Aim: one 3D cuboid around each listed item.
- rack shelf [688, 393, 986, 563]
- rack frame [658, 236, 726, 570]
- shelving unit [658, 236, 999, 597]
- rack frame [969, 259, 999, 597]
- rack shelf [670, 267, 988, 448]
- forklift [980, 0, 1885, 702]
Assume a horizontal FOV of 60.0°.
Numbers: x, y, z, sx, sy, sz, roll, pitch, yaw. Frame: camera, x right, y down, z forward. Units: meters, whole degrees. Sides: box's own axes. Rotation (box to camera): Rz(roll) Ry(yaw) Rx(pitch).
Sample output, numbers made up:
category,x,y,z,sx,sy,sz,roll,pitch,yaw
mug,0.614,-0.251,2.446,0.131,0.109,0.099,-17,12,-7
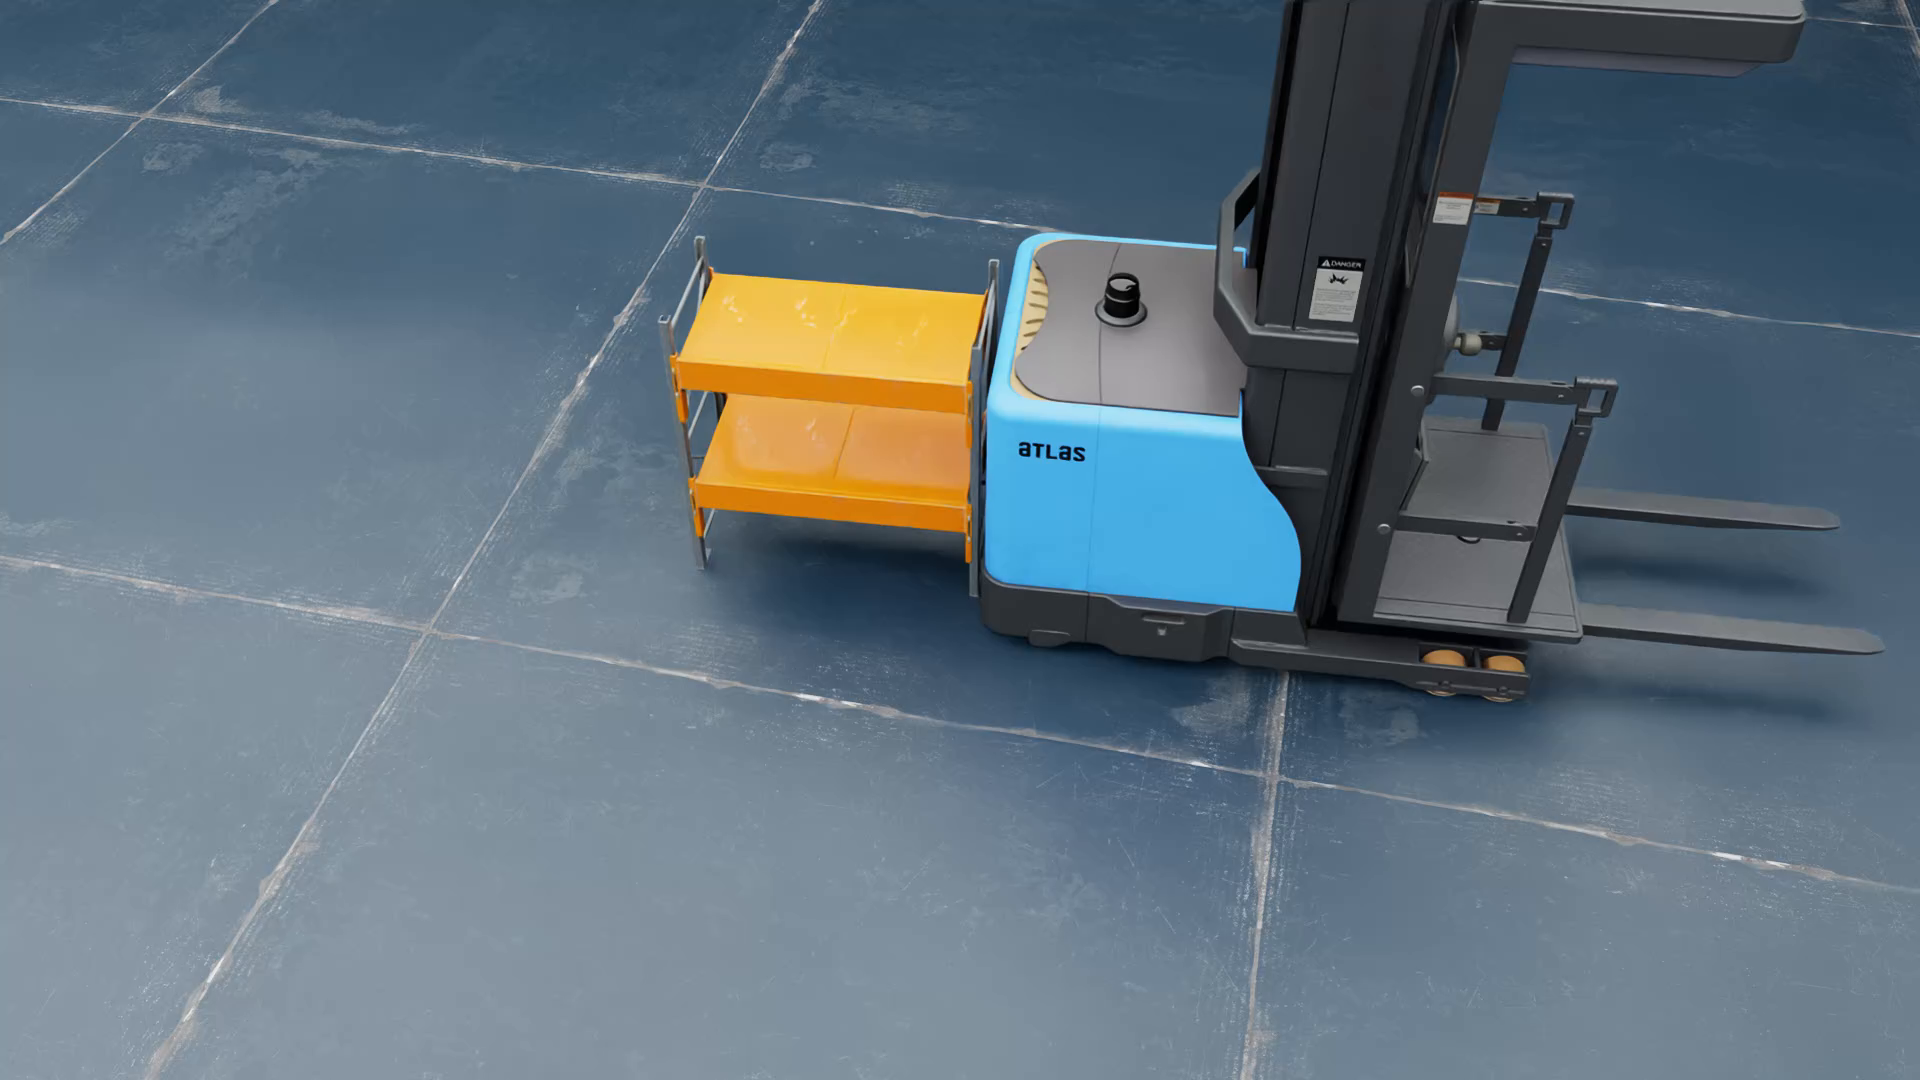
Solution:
category,x,y,z,sx,sy,sz,roll,pitch,yaw
rack shelf,-0.420,-0.242,6.043,1.000,0.278,0.538,5,44,6
rack frame,-0.924,-0.467,5.924,0.032,1.125,0.500,5,44,6
shelving unit,-0.420,-0.419,5.874,1.048,1.125,0.538,5,44,6
rack frame,0.083,-0.370,5.824,0.032,1.125,0.500,5,44,6
rack shelf,-0.420,-0.629,5.671,1.000,0.278,0.538,5,44,6
forklift,1.632,-0.899,5.071,3.031,2.935,1.130,5,44,6
